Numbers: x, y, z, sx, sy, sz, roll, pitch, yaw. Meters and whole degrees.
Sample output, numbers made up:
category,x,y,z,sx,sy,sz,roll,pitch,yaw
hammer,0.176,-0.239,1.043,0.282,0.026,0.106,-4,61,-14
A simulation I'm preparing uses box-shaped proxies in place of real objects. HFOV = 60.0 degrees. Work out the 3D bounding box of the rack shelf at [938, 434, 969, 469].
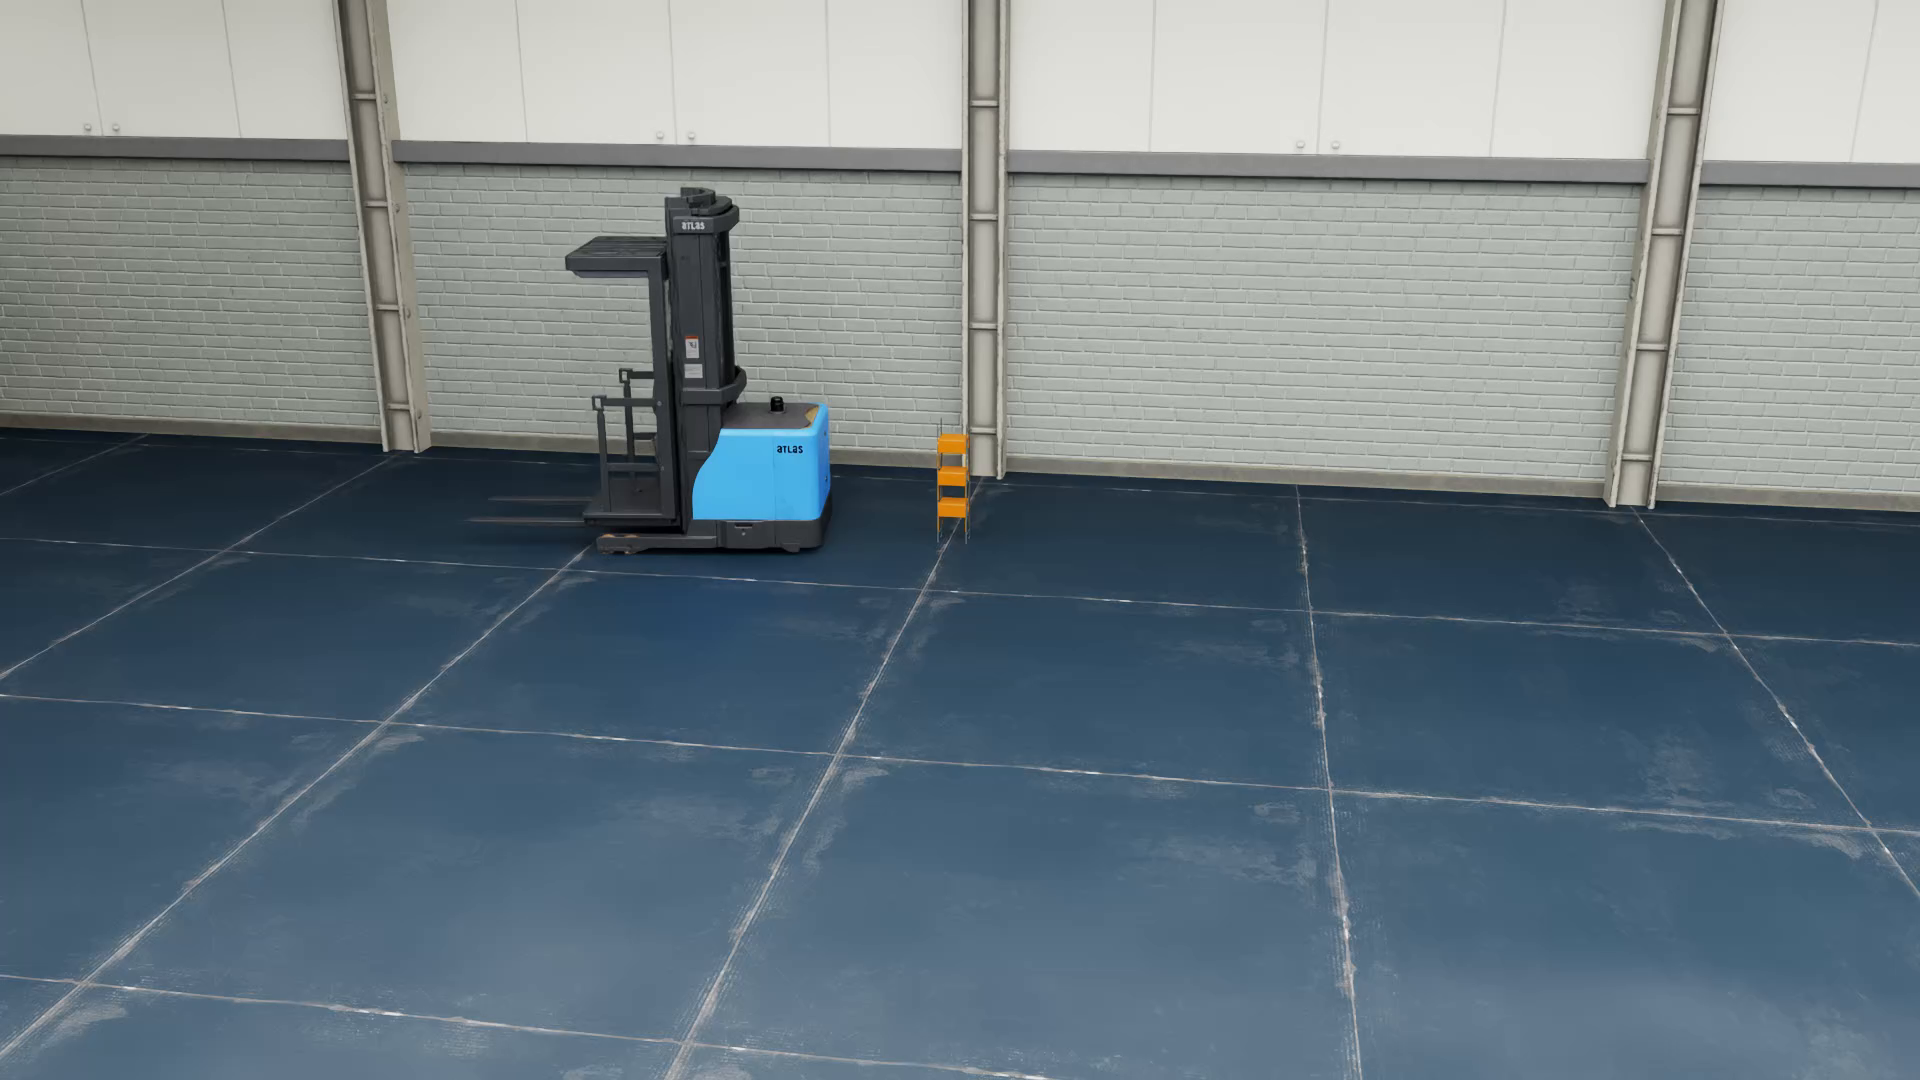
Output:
category,x,y,z,sx,sy,sz,roll,pitch,yaw
rack shelf,-0.053,-0.760,14.058,0.240,0.259,0.215,3,19,9

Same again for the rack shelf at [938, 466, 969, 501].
category,x,y,z,sx,sy,sz,roll,pitch,yaw
rack shelf,-0.053,-0.491,14.148,0.240,0.259,0.215,3,19,9

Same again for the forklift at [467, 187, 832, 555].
category,x,y,z,sx,sy,sz,roll,pitch,yaw
forklift,-2.660,-1.435,13.973,3.031,2.935,1.130,0,19,1

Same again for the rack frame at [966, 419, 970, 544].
category,x,y,z,sx,sy,sz,roll,pitch,yaw
rack frame,0.068,-0.494,14.126,0.008,1.050,0.200,3,19,9

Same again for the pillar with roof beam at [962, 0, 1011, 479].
category,x,y,z,sx,sy,sz,roll,pitch,yaw
pillar with roof beam,-0.447,-3.564,10.772,0.400,9.000,9.100,3,19,9

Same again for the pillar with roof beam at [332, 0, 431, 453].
category,x,y,z,sx,sy,sz,roll,pitch,yaw
pillar with roof beam,-6.371,-3.866,11.675,0.400,9.000,9.100,3,19,9

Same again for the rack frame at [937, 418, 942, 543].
category,x,y,z,sx,sy,sz,roll,pitch,yaw
rack frame,-0.173,-0.507,14.163,0.008,1.050,0.200,3,19,9

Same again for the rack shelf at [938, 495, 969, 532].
category,x,y,z,sx,sy,sz,roll,pitch,yaw
rack shelf,-0.053,-0.227,14.236,0.240,0.259,0.215,3,19,9

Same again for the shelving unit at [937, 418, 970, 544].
category,x,y,z,sx,sy,sz,roll,pitch,yaw
shelving unit,-0.053,-0.501,14.145,0.252,1.050,0.215,3,19,9

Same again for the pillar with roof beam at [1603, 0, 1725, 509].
category,x,y,z,sx,sy,sz,roll,pitch,yaw
pillar with roof beam,5.477,-3.262,9.870,0.400,9.000,9.100,3,19,9
